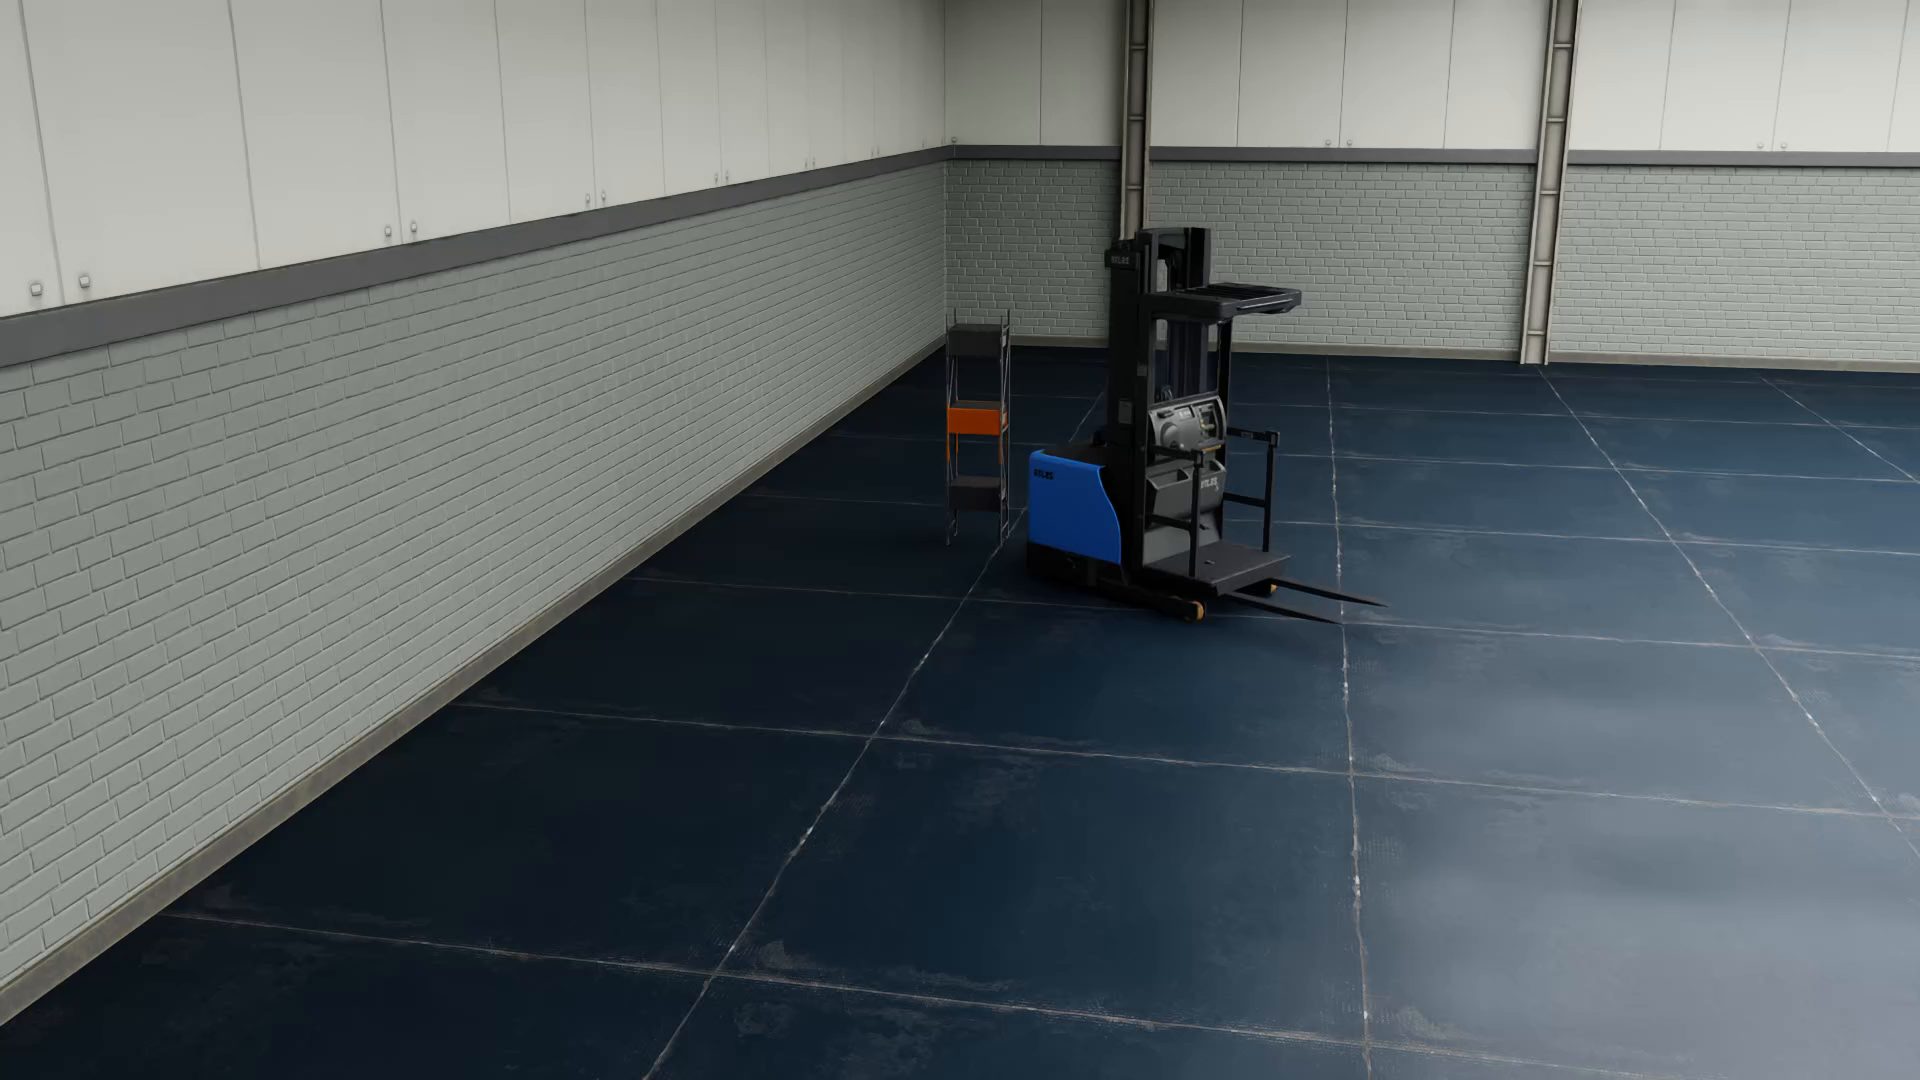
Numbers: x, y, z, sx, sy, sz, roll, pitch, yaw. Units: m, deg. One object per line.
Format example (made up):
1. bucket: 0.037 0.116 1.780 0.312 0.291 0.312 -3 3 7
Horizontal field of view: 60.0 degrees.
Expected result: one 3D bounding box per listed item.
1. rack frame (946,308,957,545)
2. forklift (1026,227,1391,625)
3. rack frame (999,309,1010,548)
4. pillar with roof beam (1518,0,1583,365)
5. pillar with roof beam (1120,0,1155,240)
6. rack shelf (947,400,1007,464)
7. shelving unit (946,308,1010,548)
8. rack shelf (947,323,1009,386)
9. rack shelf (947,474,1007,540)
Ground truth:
1. rack frame: -0.077 -1.016 14.985 0.015 2.100 0.400 3 16 11
2. forklift: 1.966 -0.929 13.115 3.031 2.935 1.130 15 21 43
3. rack frame: 0.401 -0.990 14.891 0.015 2.100 0.400 3 16 11
4. pillar with roof beam: 7.688 -5.859 19.546 0.400 9.000 9.100 3 16 11
5. pillar with roof beam: 1.808 -6.179 20.698 0.400 9.000 9.100 3 16 11
6. rack shelf: 0.162 -0.990 14.942 0.480 0.518 0.431 3 16 11
7. shelving unit: 0.162 -1.003 14.938 0.503 2.100 0.431 3 16 11
8. rack shelf: 0.162 -1.665 14.755 0.480 0.518 0.431 3 16 11
9. rack shelf: 0.162 -0.315 15.128 0.480 0.518 0.431 3 16 11
